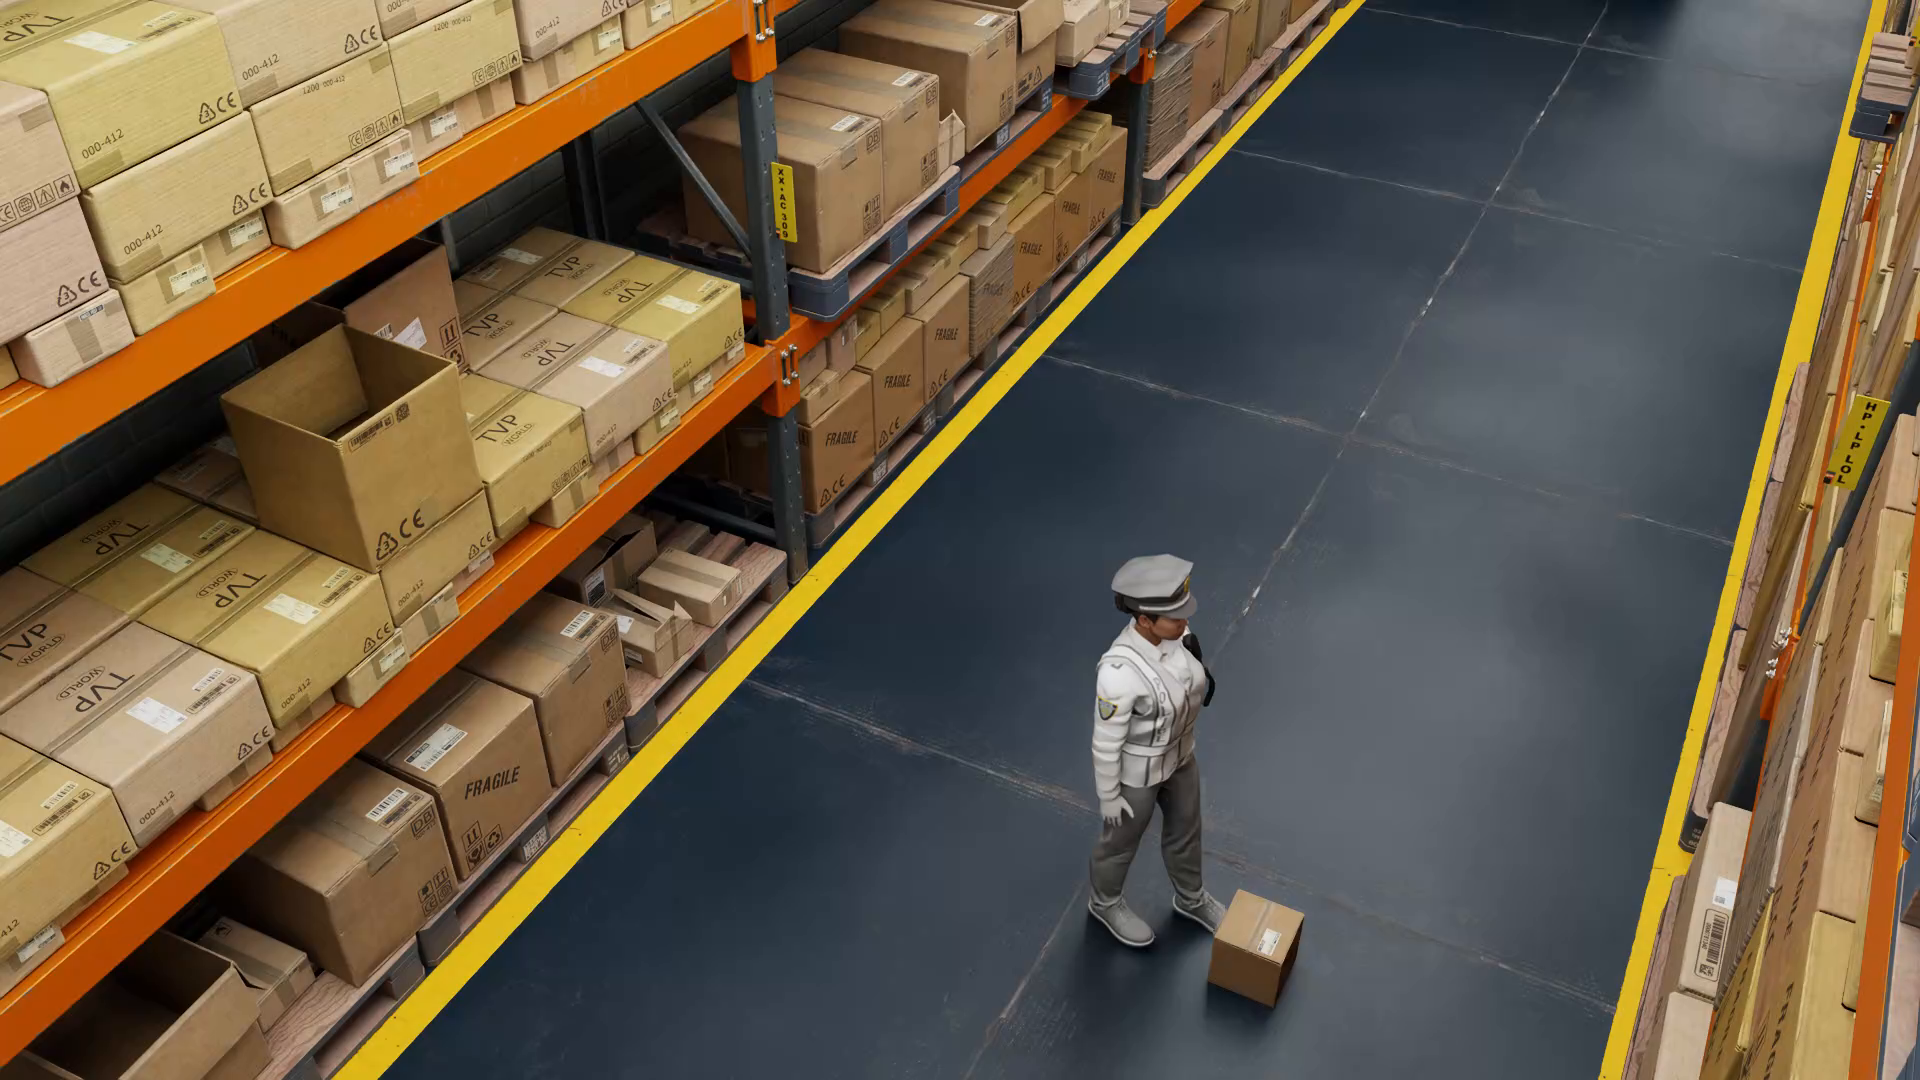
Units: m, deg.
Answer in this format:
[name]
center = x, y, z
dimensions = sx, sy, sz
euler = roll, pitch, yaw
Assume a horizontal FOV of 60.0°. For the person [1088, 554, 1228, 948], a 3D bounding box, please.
[person]
center = 0.743, 0.775, 5.645
dimensions = 0.540, 1.689, 0.406
euler = 24, 44, 27
